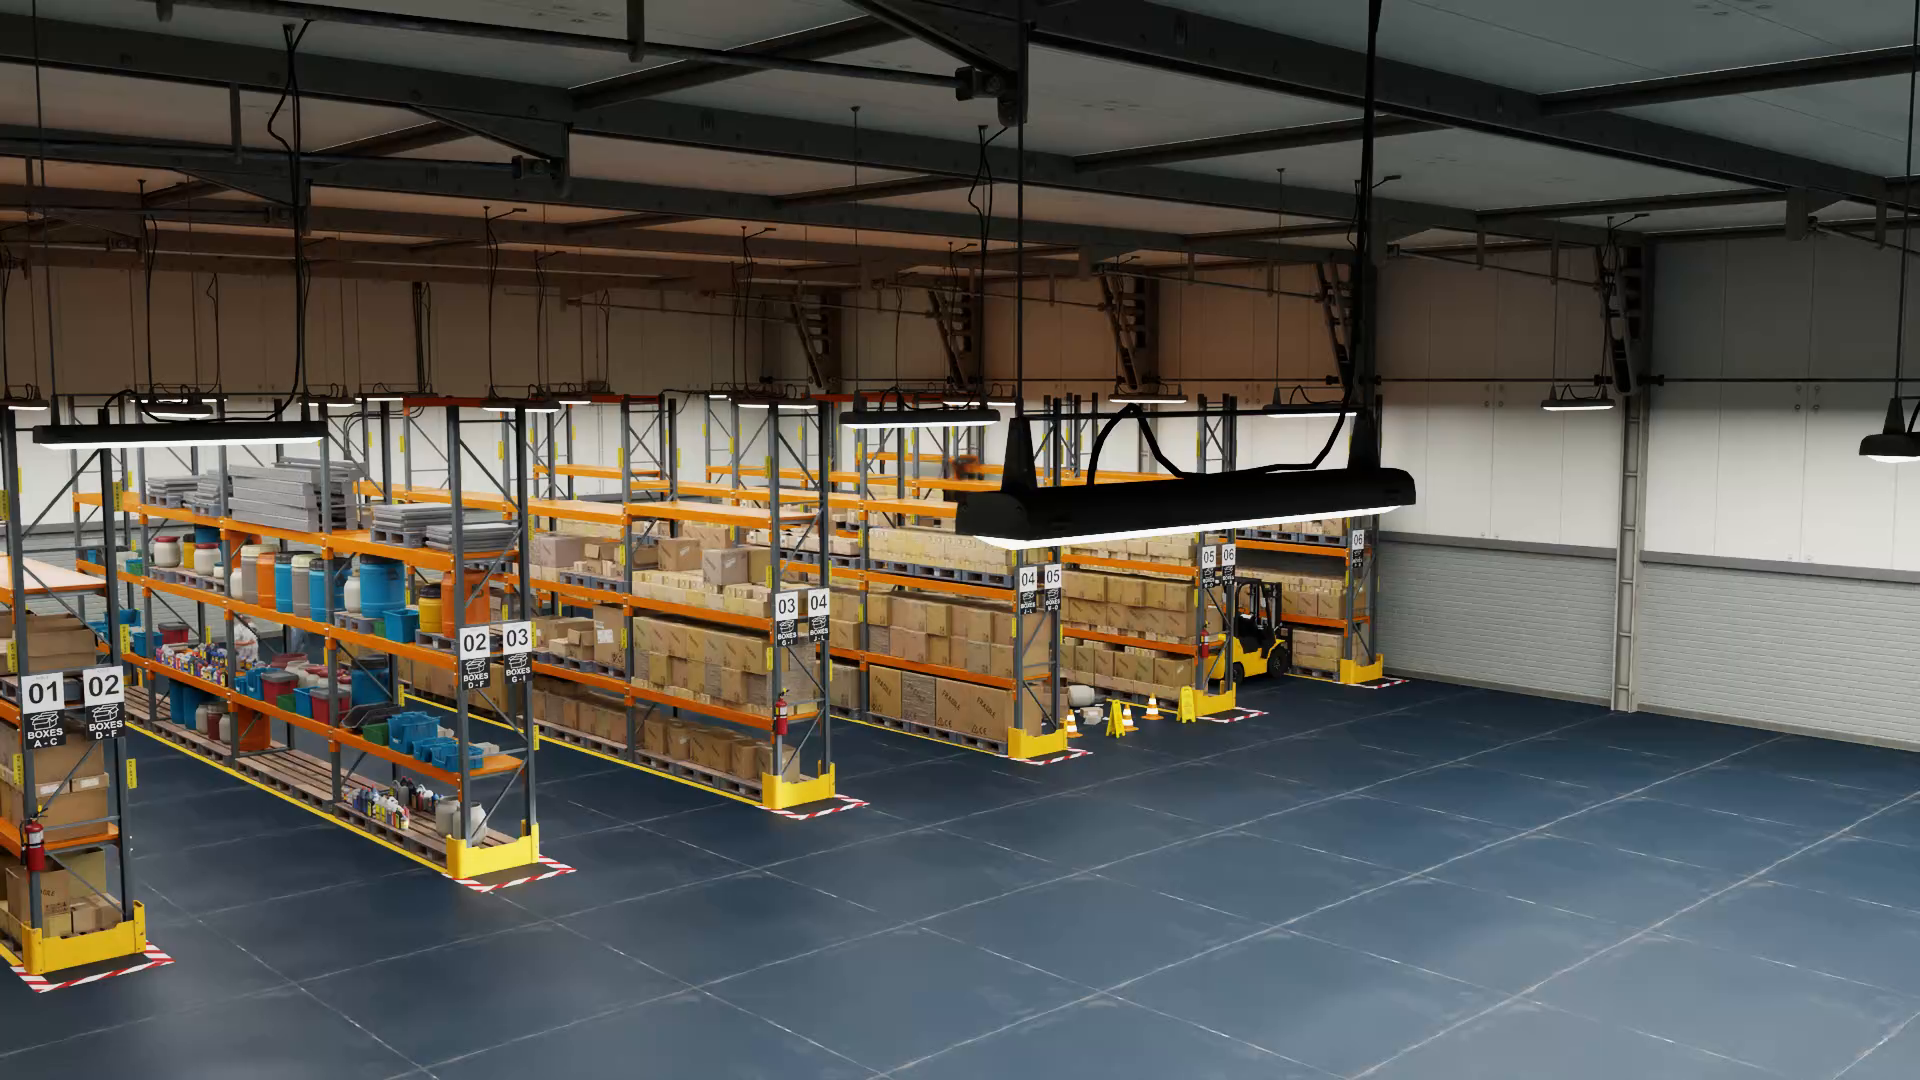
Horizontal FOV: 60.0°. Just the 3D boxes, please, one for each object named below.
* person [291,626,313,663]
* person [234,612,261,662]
[{"bbox_3d":[-14.619,1.929,36.641,0.642,1.721,0.706,-4,7,-34],"label":"person"},{"bbox_3d":[-14.081,2.289,32.784,0.875,1.844,0.617,5,7,40],"label":"person"}]
